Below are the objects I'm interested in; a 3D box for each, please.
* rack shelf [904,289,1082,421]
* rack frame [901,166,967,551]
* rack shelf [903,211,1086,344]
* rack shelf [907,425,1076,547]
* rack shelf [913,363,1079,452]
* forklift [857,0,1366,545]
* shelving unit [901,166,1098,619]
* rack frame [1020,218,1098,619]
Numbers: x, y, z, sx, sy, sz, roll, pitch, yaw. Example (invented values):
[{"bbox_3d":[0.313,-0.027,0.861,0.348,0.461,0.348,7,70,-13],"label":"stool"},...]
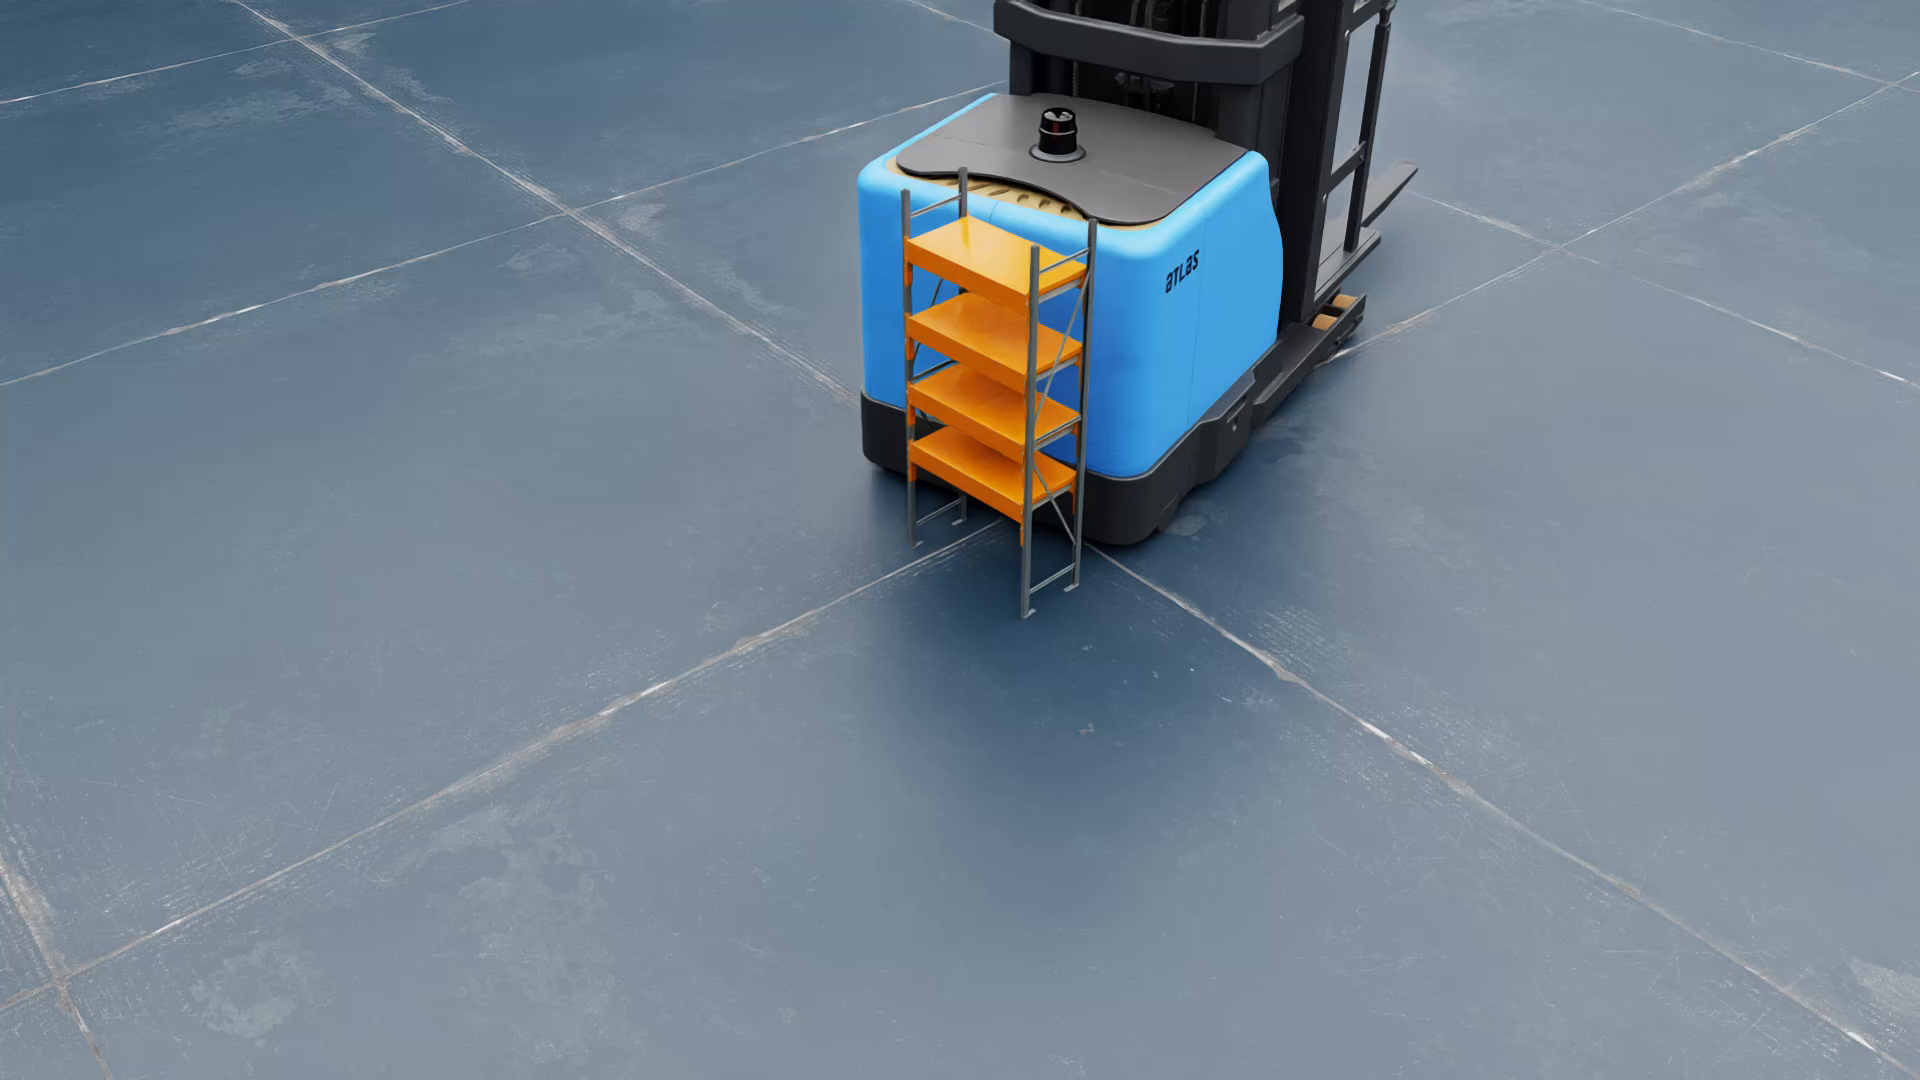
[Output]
[{"bbox_3d":[0.100,-0.534,4.695,0.258,0.148,0.480,-29,45,-35],"label":"rack shelf"},{"bbox_3d":[-0.070,-0.507,4.928,0.240,1.200,0.015,-29,45,-35],"label":"rack frame"},{"bbox_3d":[0.100,-0.727,4.558,0.258,0.148,0.480,-29,45,-35],"label":"rack shelf"},{"bbox_3d":[0.100,-0.189,4.939,0.258,0.148,0.480,-29,45,-35],"label":"rack shelf"},{"bbox_3d":[0.100,-0.383,4.802,0.221,0.050,0.457,-29,45,-35],"label":"rack shelf"},{"bbox_3d":[0.594,-1.706,5.178,1.129,2.867,1.939,20,40,26],"label":"forklift"},{"bbox_3d":[0.100,-0.406,4.786,0.258,1.200,0.503,-29,45,-35],"label":"shelving unit"},{"bbox_3d":[0.270,-0.305,4.643,0.240,1.200,0.015,-29,45,-35],"label":"rack frame"}]
